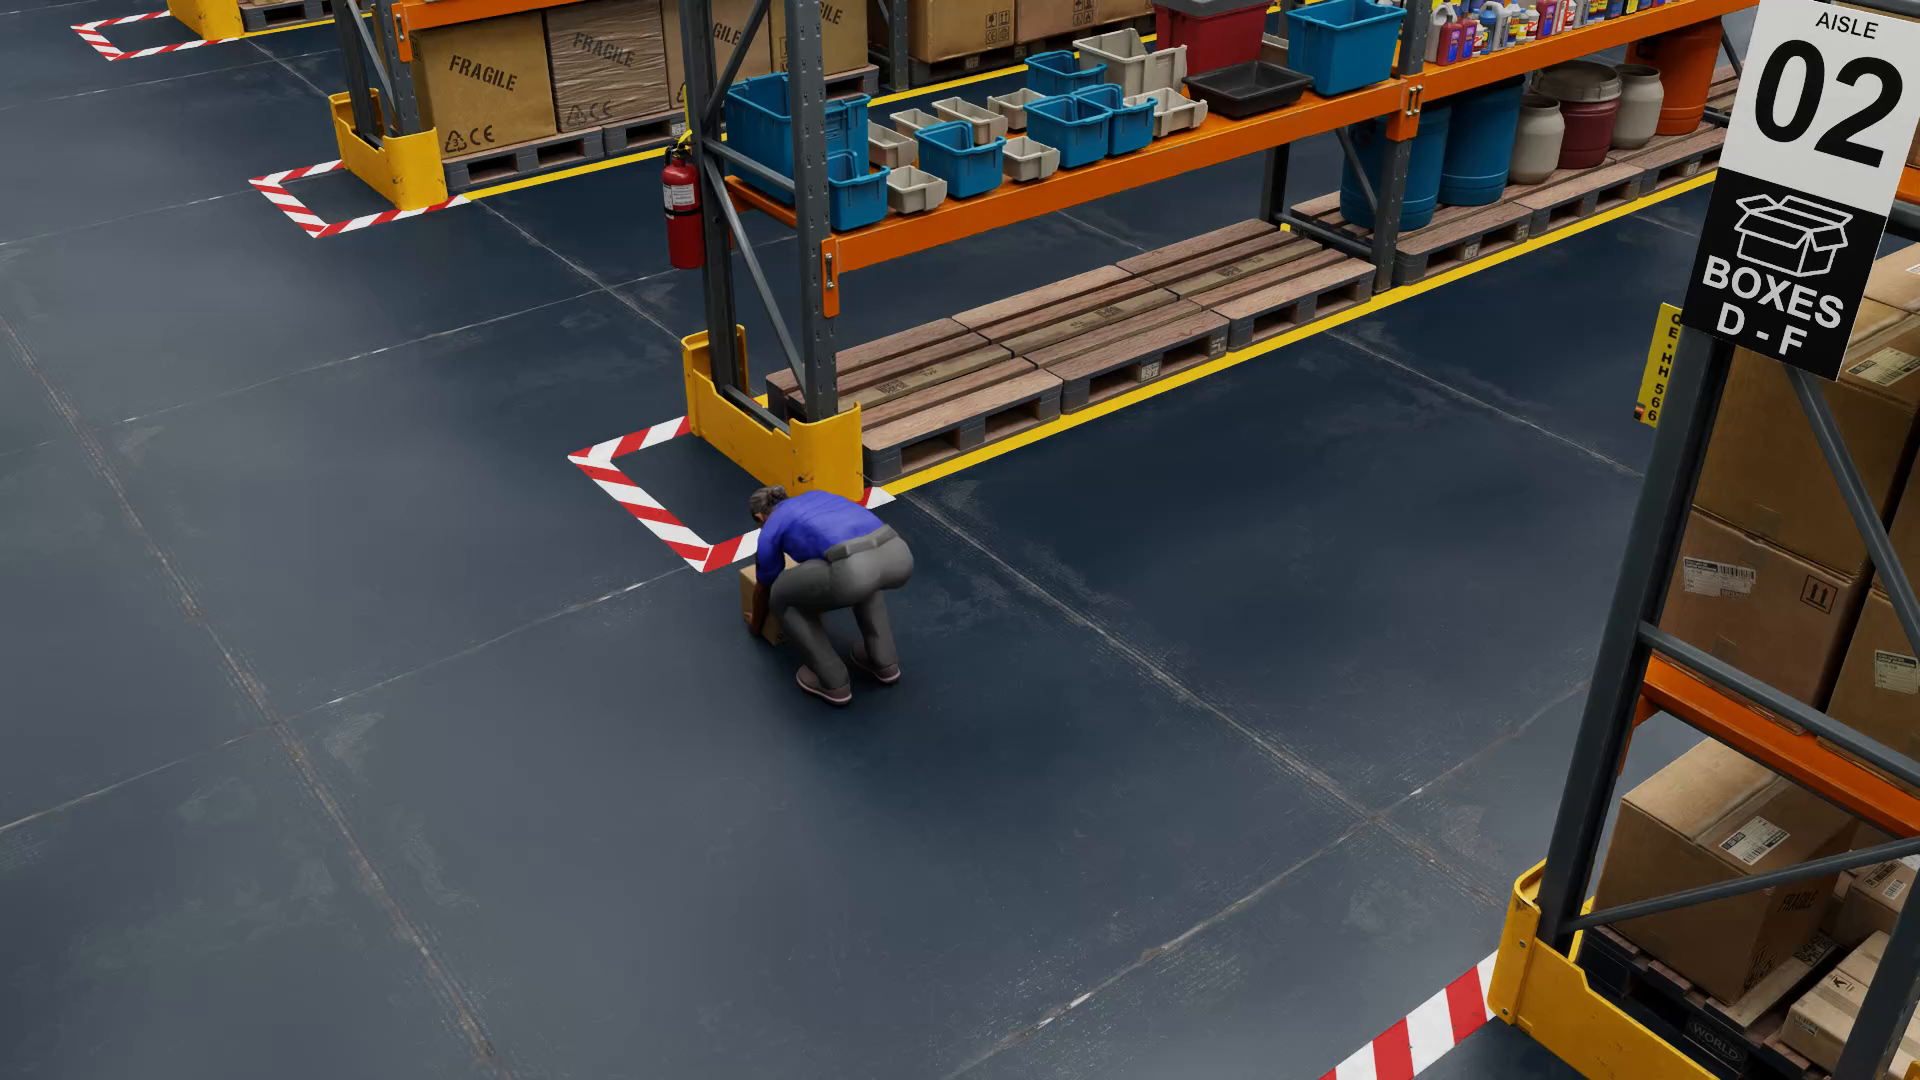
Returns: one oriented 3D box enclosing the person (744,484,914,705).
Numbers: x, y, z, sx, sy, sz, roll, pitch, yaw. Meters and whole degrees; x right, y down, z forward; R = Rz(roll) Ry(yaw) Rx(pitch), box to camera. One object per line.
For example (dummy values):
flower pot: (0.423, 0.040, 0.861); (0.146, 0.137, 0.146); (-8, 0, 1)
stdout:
person: (-0.556, 0.180, 6.693); (0.472, 0.793, 0.871); (-24, 40, -33)
